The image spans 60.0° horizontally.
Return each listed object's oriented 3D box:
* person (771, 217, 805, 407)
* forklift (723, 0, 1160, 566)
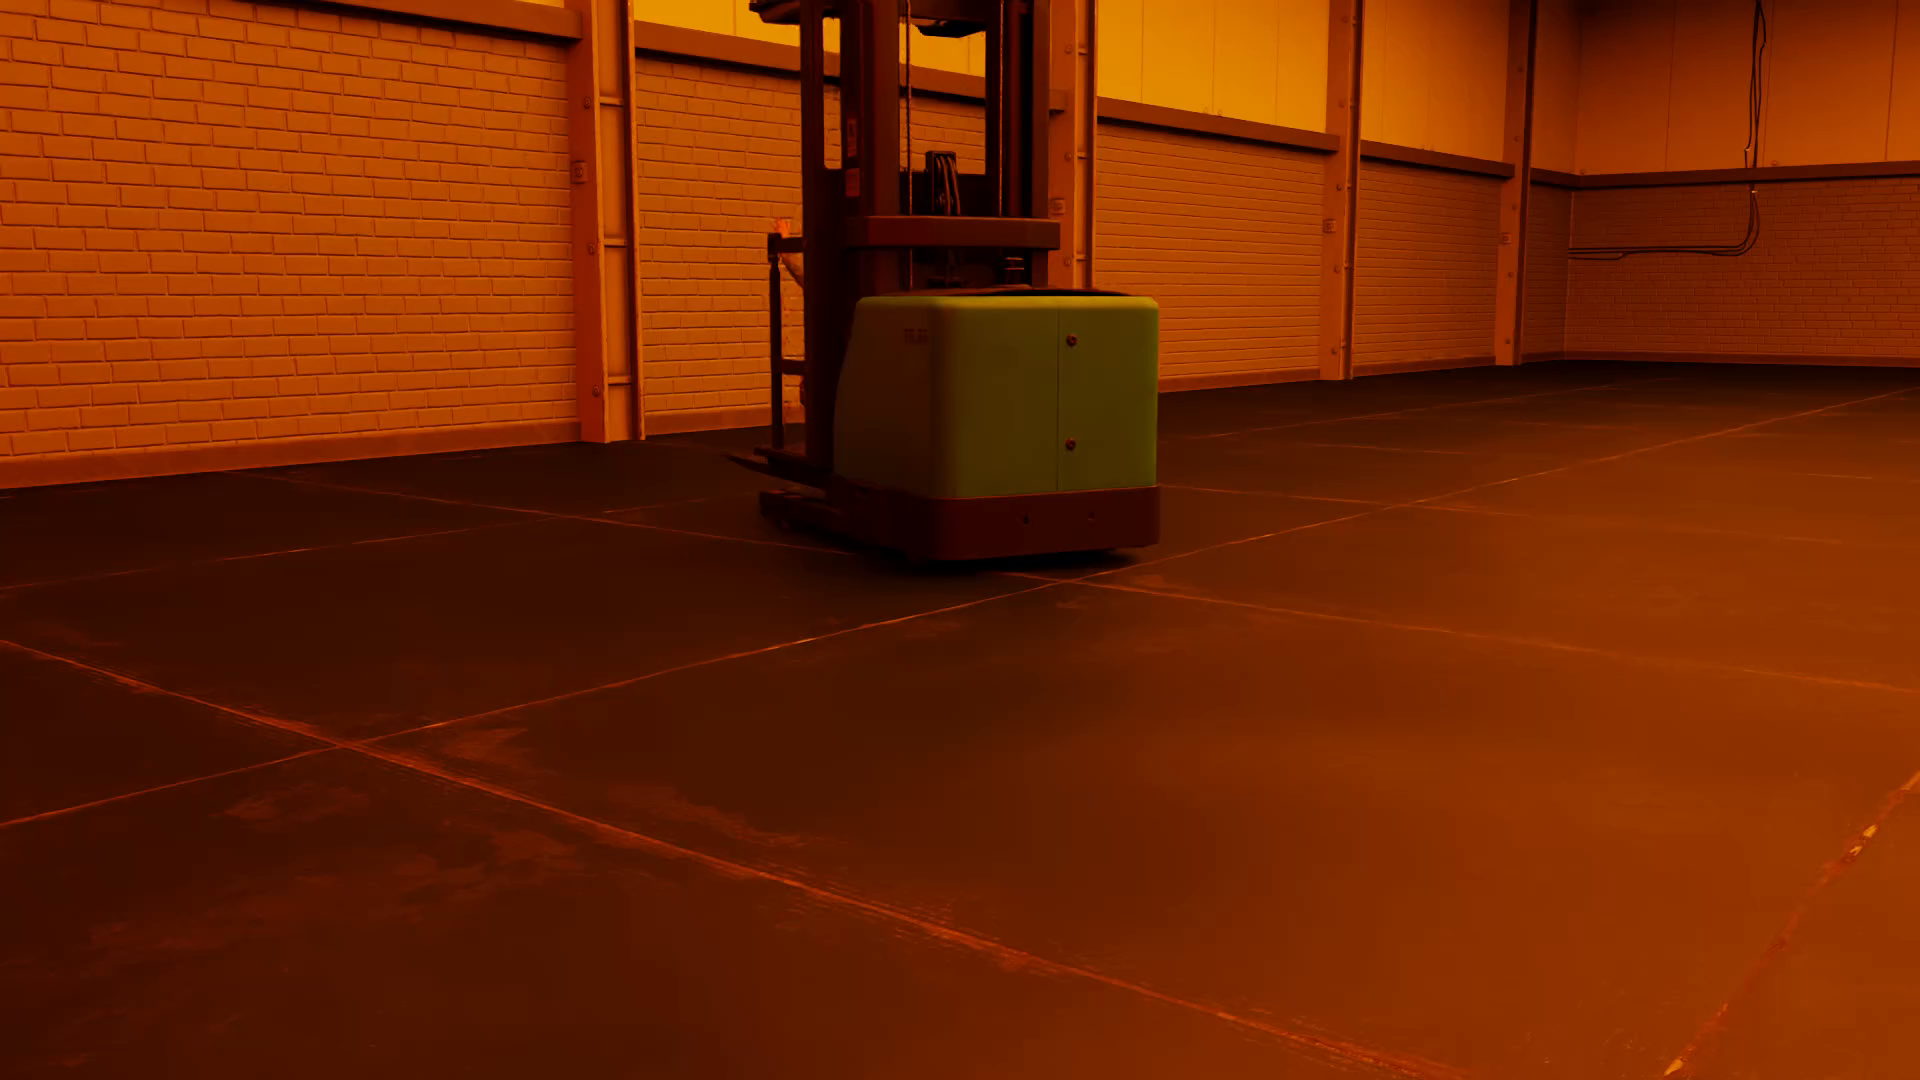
[{"bbox_3d":[-0.753,-1.304,10.896,0.943,1.602,0.747,-1,8,-5],"label":"person"},{"bbox_3d":[-0.302,-1.524,7.698,1.130,2.935,3.031,-4,9,-27],"label":"forklift"}]
